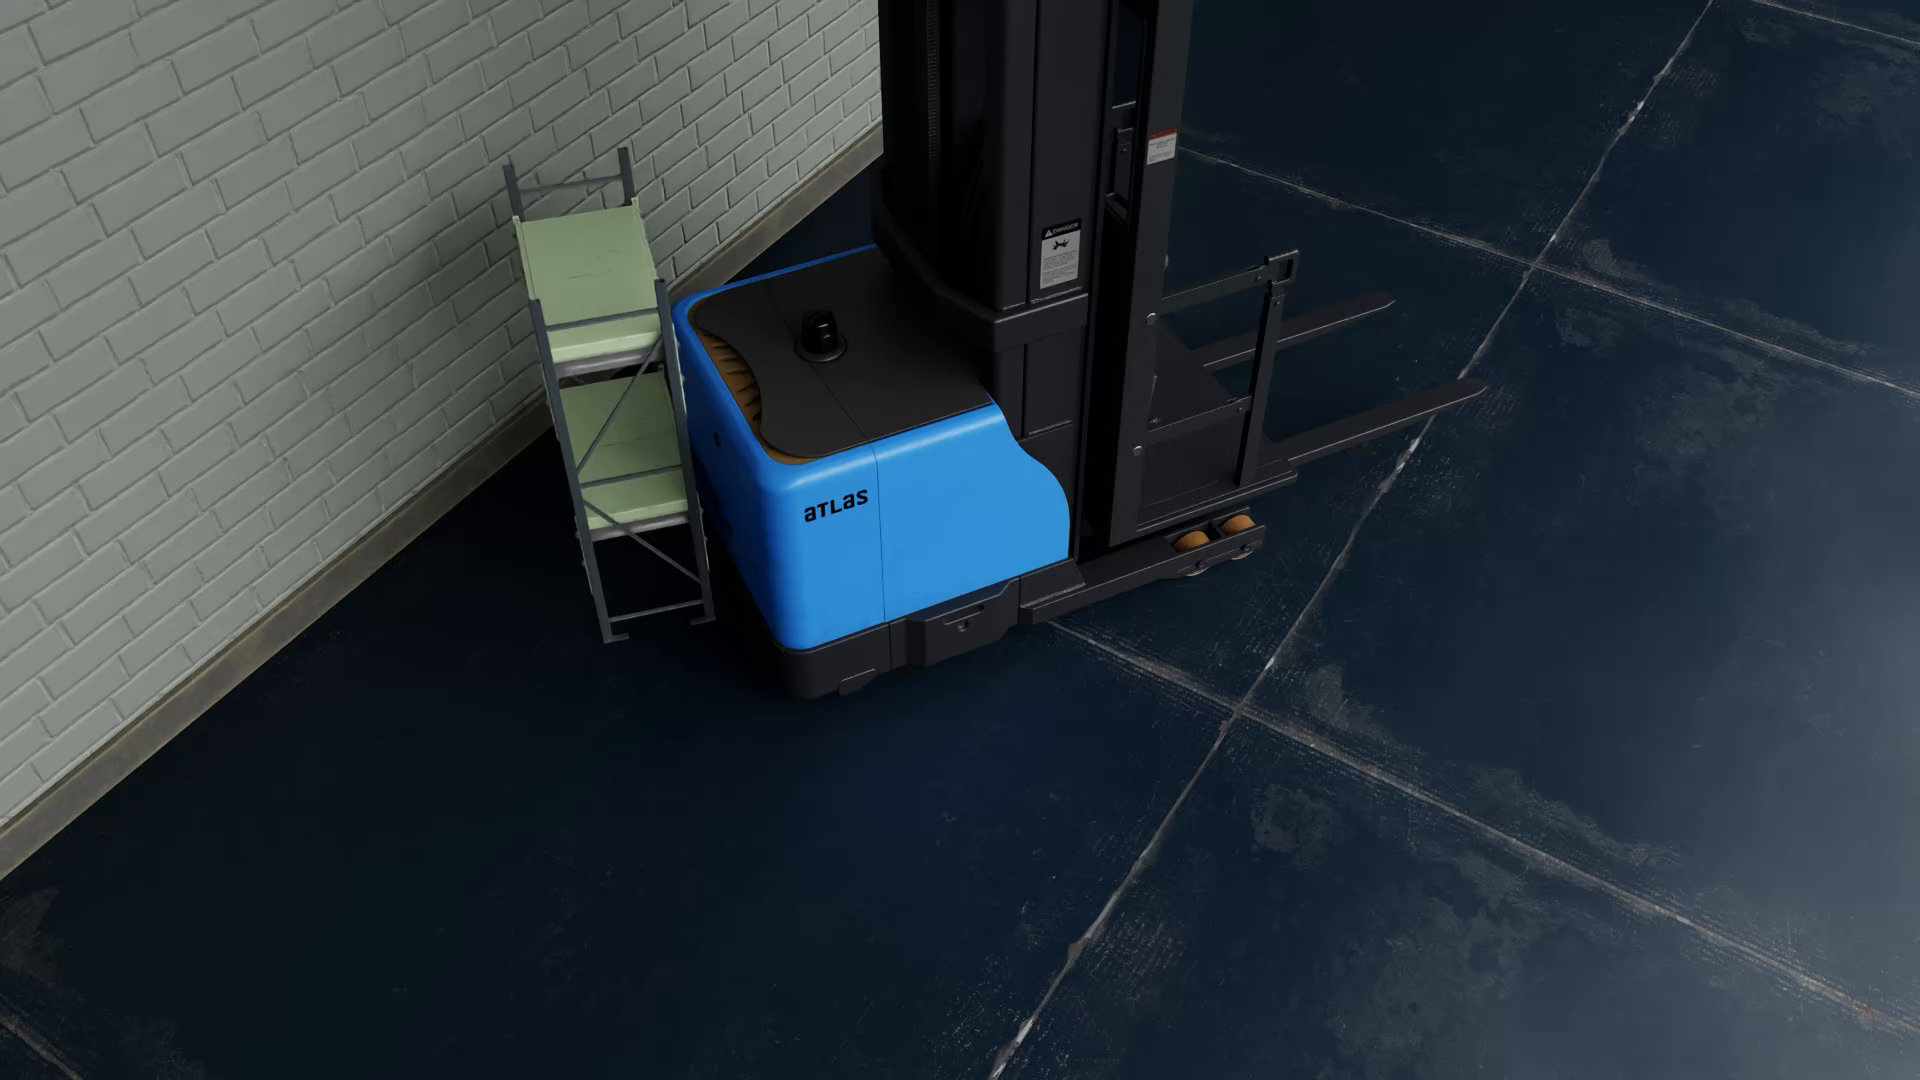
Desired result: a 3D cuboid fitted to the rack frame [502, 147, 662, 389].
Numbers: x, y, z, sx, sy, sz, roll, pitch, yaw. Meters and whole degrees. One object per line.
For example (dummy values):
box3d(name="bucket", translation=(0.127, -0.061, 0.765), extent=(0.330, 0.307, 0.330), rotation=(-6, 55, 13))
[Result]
box3d(name="rack frame", translation=(-1.275, -0.707, 5.888), extent=(0.400, 1.500, 0.023), rotation=(-12, 47, -12))

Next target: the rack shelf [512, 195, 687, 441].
box3d(name="rack shelf", translation=(-1.167, -0.728, 5.365), extent=(0.431, 0.370, 0.720), rotation=(-12, 47, -12))

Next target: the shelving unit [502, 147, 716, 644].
box3d(name="shelving unit", translation=(-1.170, -0.455, 5.644), extent=(0.431, 1.500, 0.755), rotation=(-12, 47, -12))

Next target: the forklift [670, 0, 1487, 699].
box3d(name="forklift", translation=(0.562, -1.214, 5.386), extent=(3.031, 2.935, 1.130), rotation=(-19, 49, -18))

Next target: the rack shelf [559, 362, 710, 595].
box3d(name="rack shelf", translation=(-1.173, -0.227, 5.877), extent=(0.431, 0.370, 0.720), rotation=(-12, 47, -12))

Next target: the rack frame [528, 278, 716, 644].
box3d(name="rack frame", translation=(-1.066, -0.204, 5.399), extent=(0.400, 1.500, 0.023), rotation=(-12, 47, -12))
